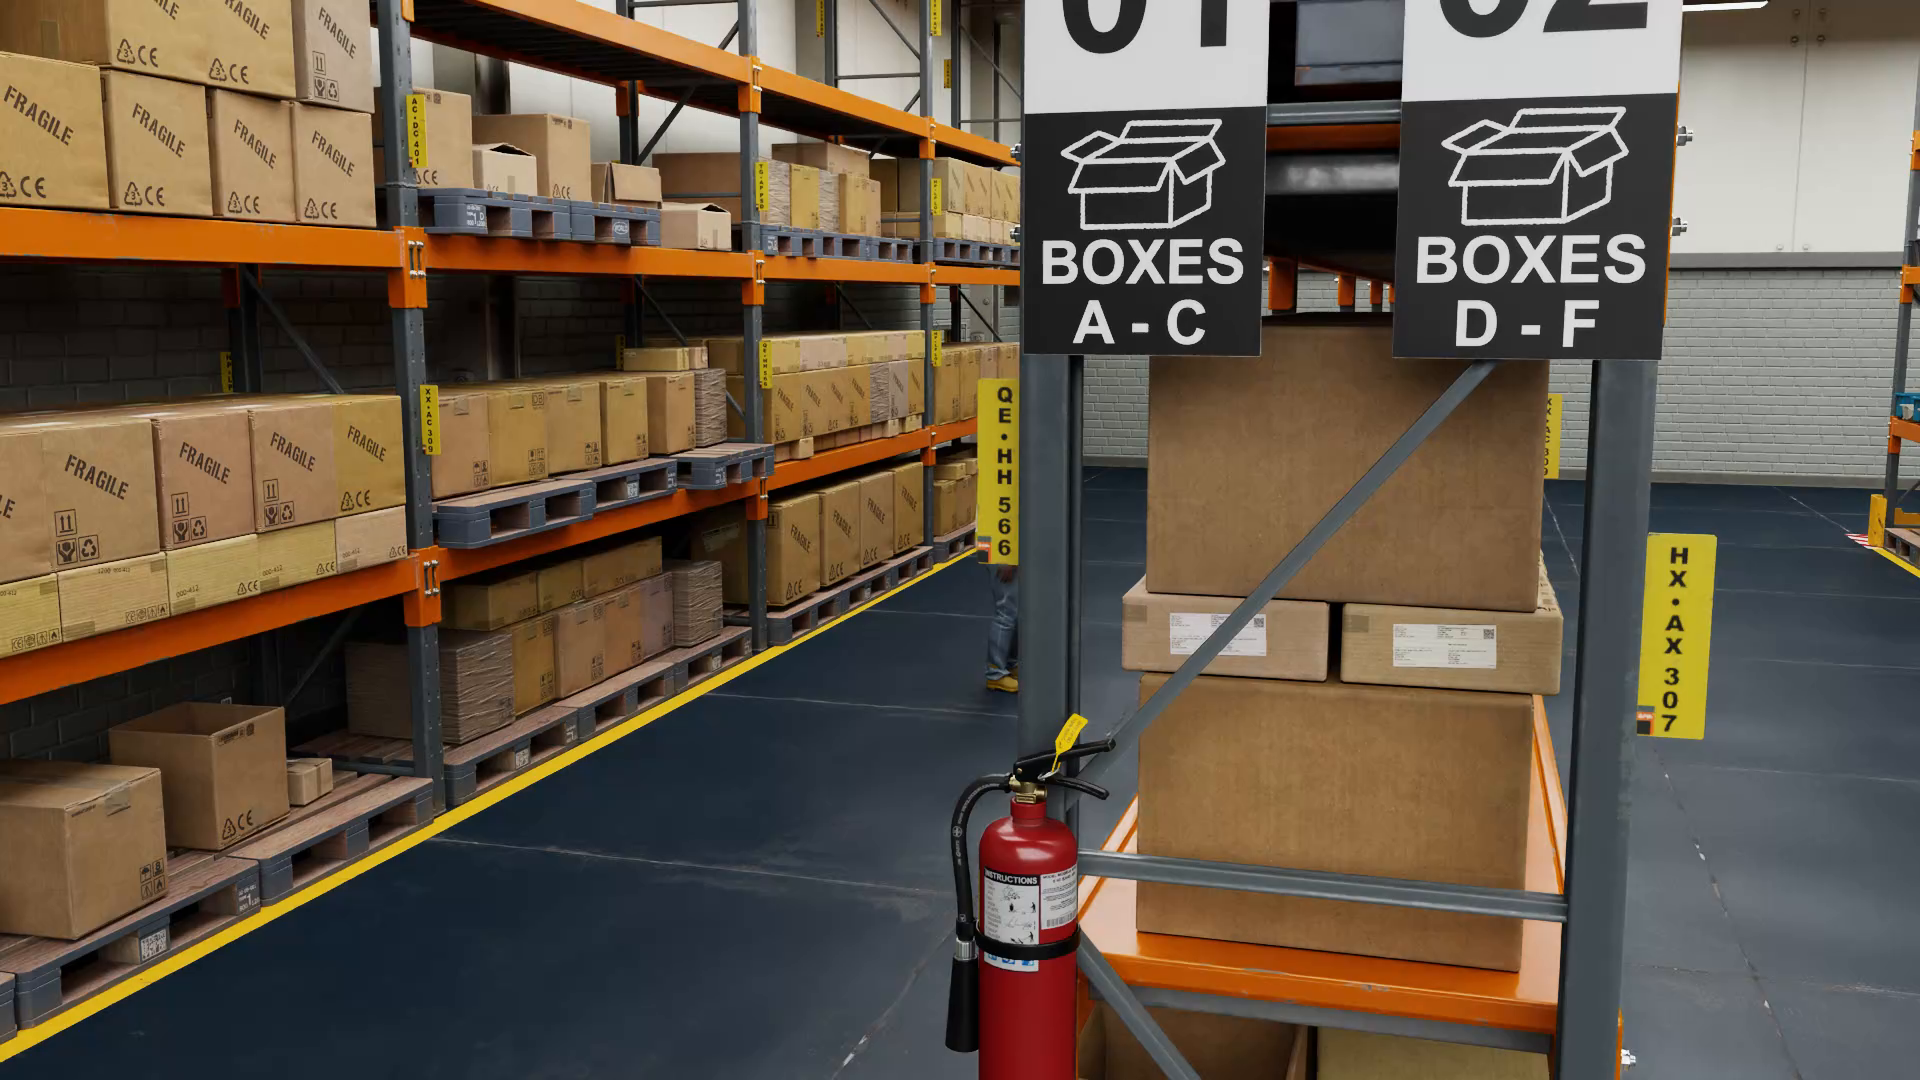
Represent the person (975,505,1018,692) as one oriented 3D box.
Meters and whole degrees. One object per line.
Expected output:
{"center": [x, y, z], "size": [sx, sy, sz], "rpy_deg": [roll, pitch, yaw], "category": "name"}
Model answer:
{"center": [0.333, 0.074, 10.781], "size": [0.461, 1.755, 0.628], "rpy_deg": [2, 8, 13], "category": "person"}
